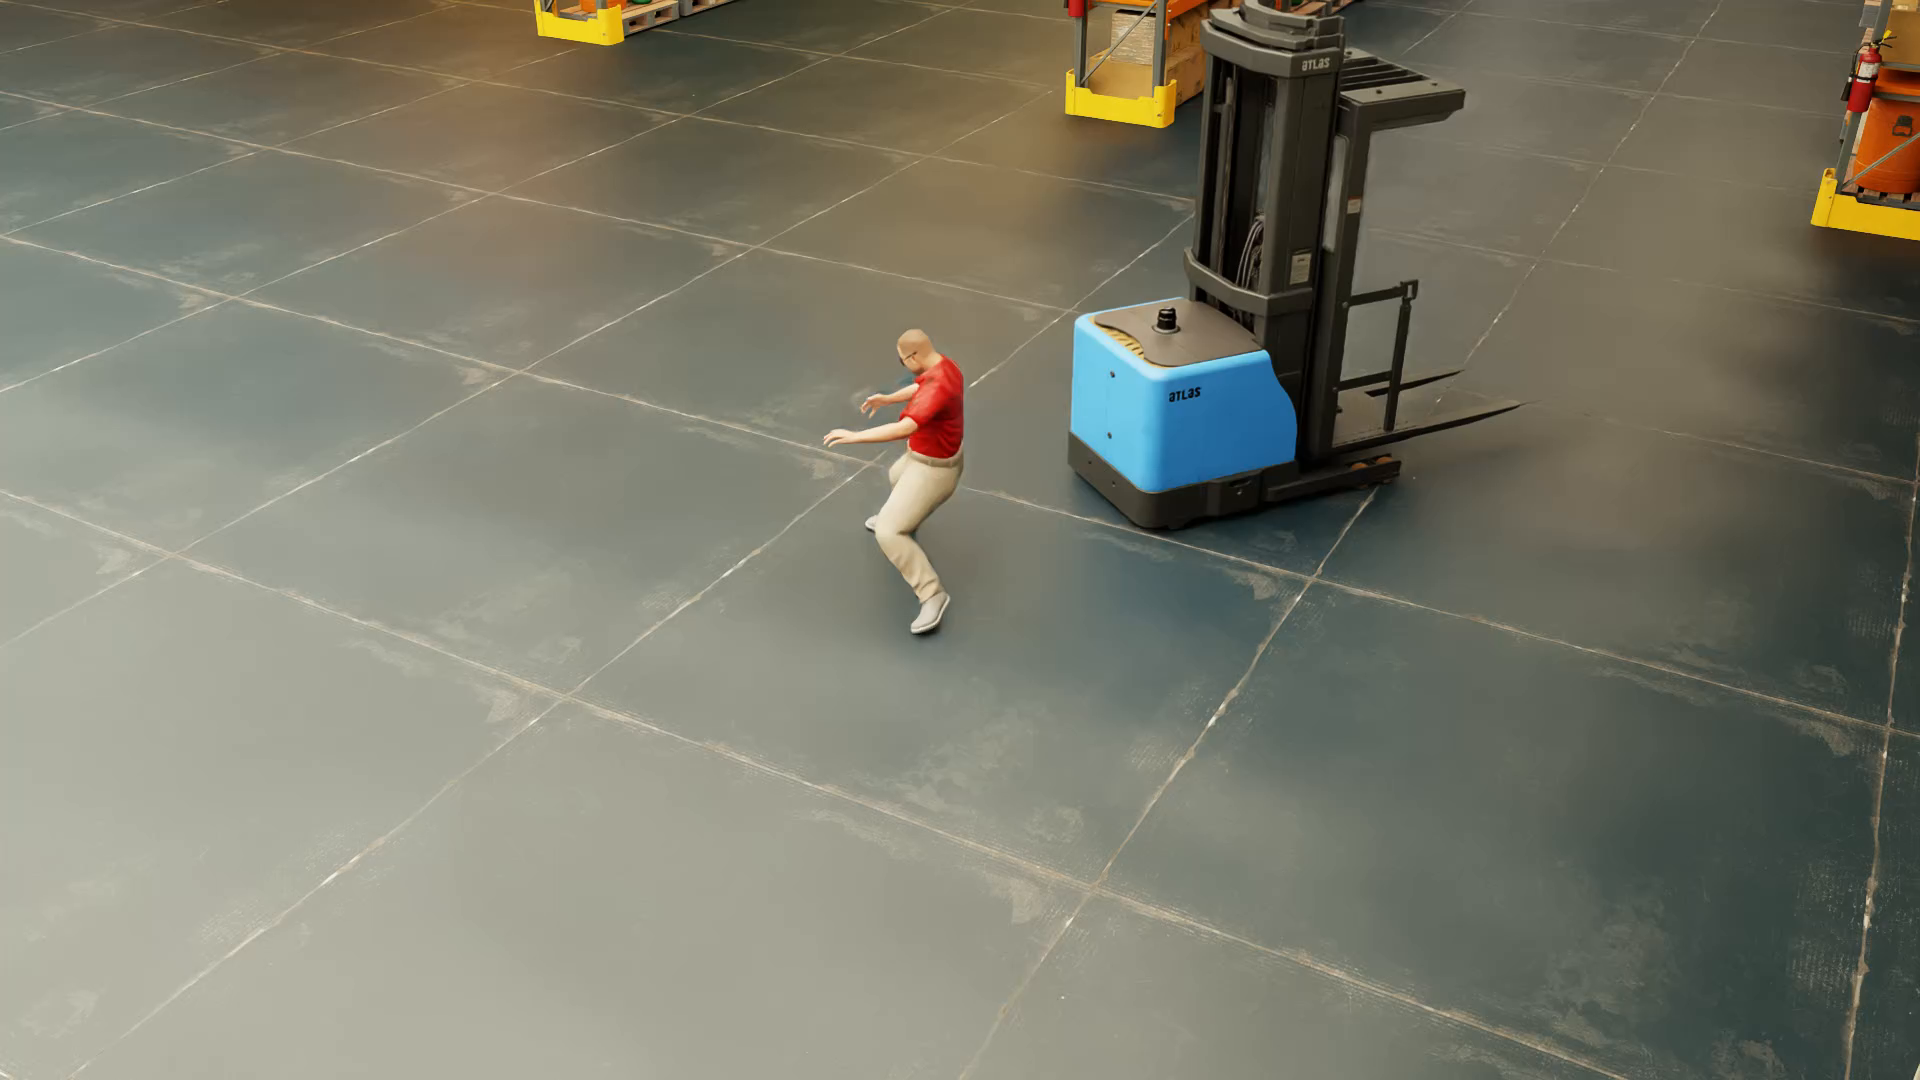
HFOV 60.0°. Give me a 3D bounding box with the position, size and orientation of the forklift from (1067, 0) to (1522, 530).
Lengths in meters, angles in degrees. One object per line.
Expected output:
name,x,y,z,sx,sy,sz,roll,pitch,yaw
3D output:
forklift,2.251,-1.819,10.222,3.031,2.935,1.130,-13,32,-21

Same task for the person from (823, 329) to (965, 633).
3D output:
person,-0.321,-0.450,9.266,0.712,1.512,1.309,6,30,10
